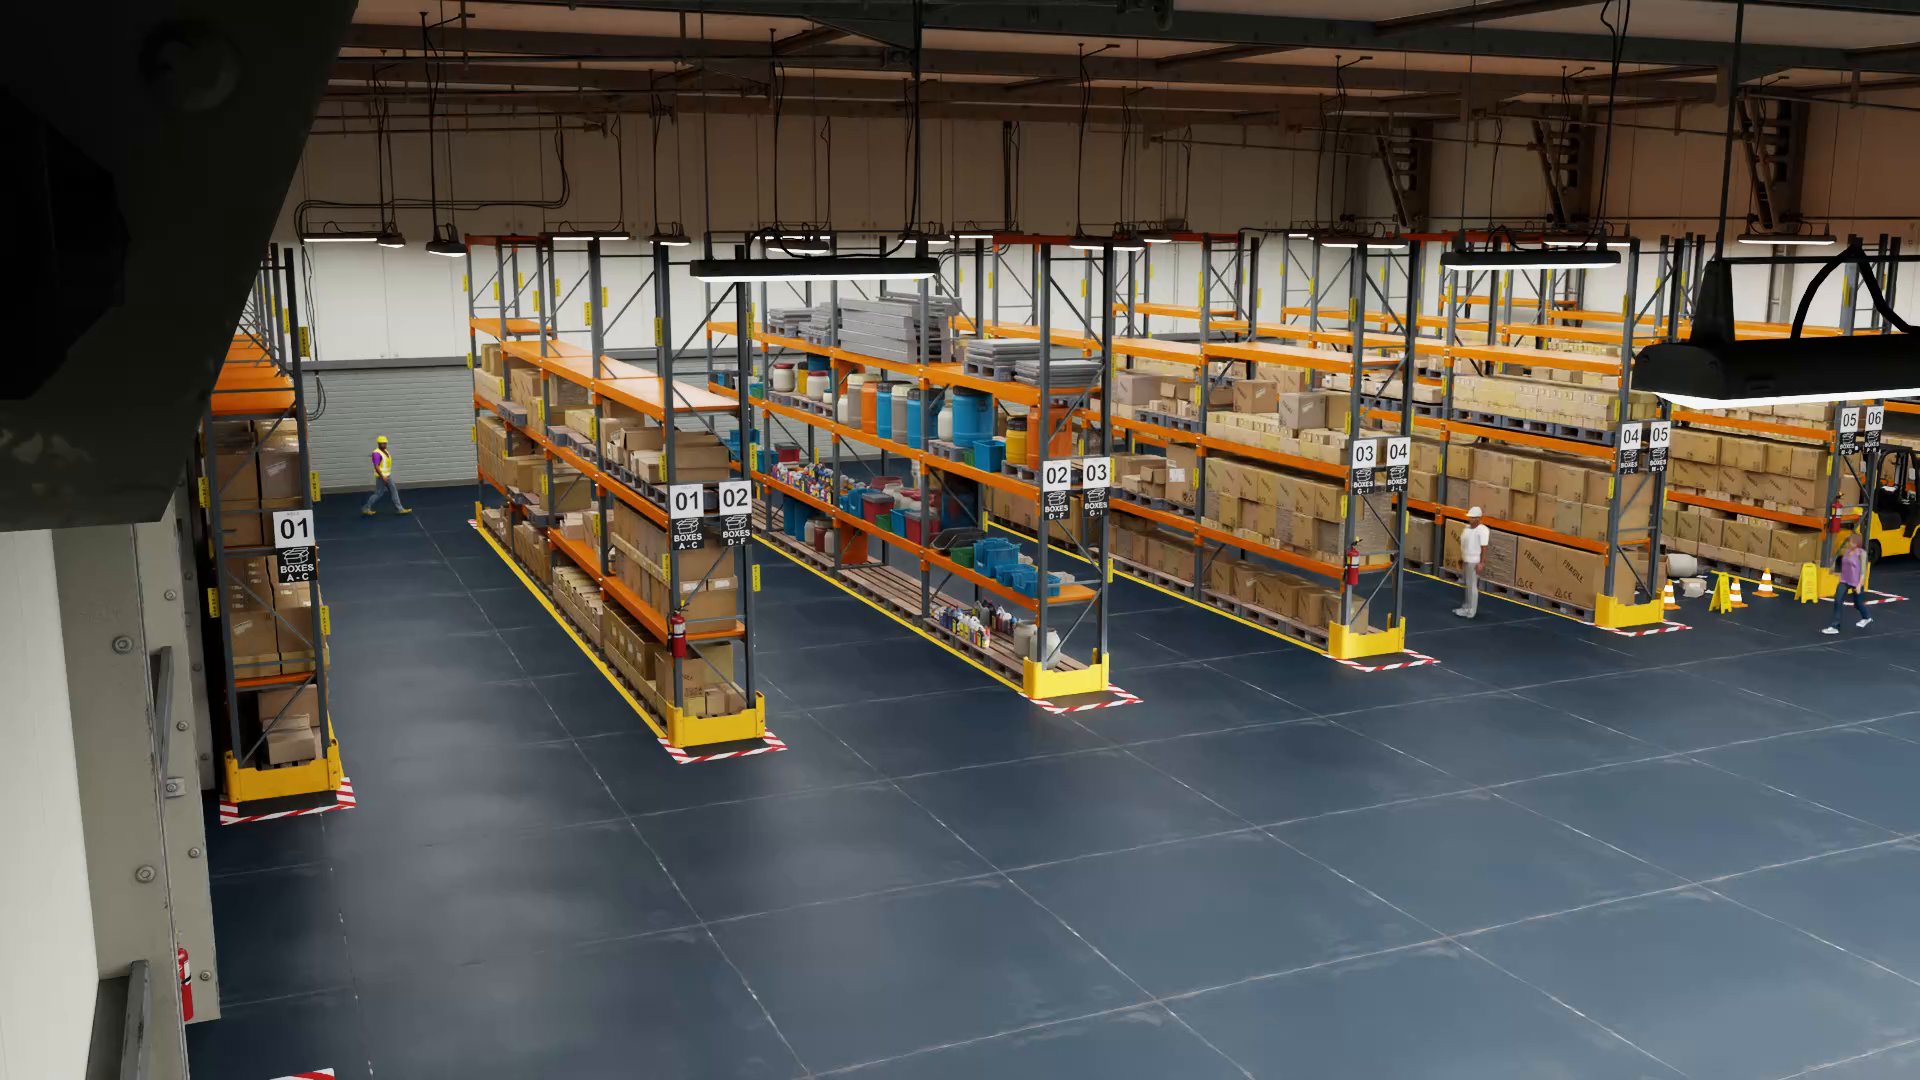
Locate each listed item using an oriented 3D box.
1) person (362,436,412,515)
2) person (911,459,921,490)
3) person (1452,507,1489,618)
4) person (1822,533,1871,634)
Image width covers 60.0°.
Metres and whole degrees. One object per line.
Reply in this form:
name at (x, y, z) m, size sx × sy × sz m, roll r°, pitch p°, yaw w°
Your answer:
person at (-12.360, -1.375, 35.733) m, size 1.008 × 1.731 × 0.707 m, roll -2°, pitch 11°, yaw -8°
person at (-0.911, -1.513, 36.162) m, size 0.396 × 1.792 × 0.637 m, roll -8°, pitch 13°, yaw -34°
person at (8.220, 0.341, 26.747) m, size 0.423 × 1.780 × 0.573 m, roll 0°, pitch 11°, yaw -1°
person at (13.743, 0.659, 25.583) m, size 0.901 × 1.559 × 0.408 m, roll -8°, pitch 14°, yaw -36°
